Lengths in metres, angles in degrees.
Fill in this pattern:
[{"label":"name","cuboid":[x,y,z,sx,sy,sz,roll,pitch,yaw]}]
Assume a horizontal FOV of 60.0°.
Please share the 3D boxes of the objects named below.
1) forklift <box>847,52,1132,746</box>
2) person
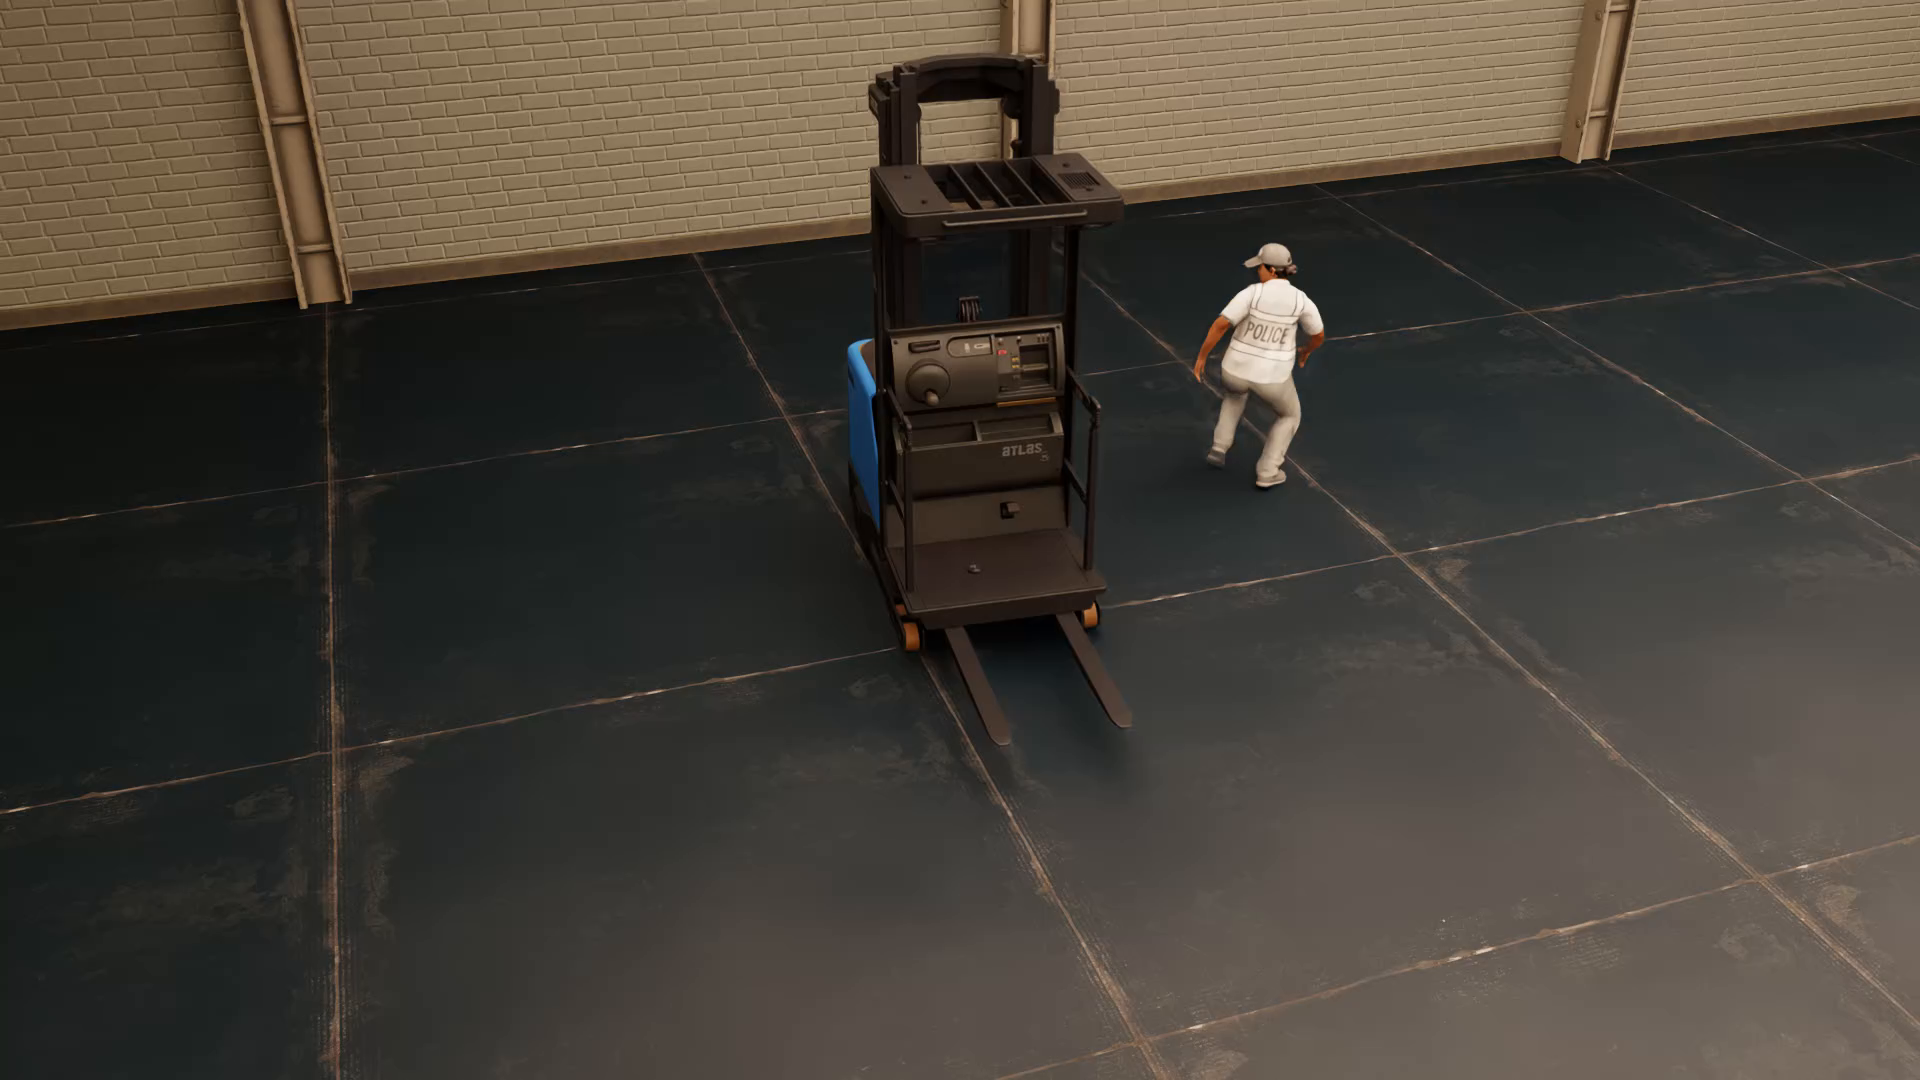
[{"label":"forklift","cuboid":[0.151,-0.875,8.609,1.130,2.935,3.031,-7,31,-12]},{"label":"person","cuboid":[1.868,-1.086,10.349,0.706,1.583,0.619,11,32,19]}]
